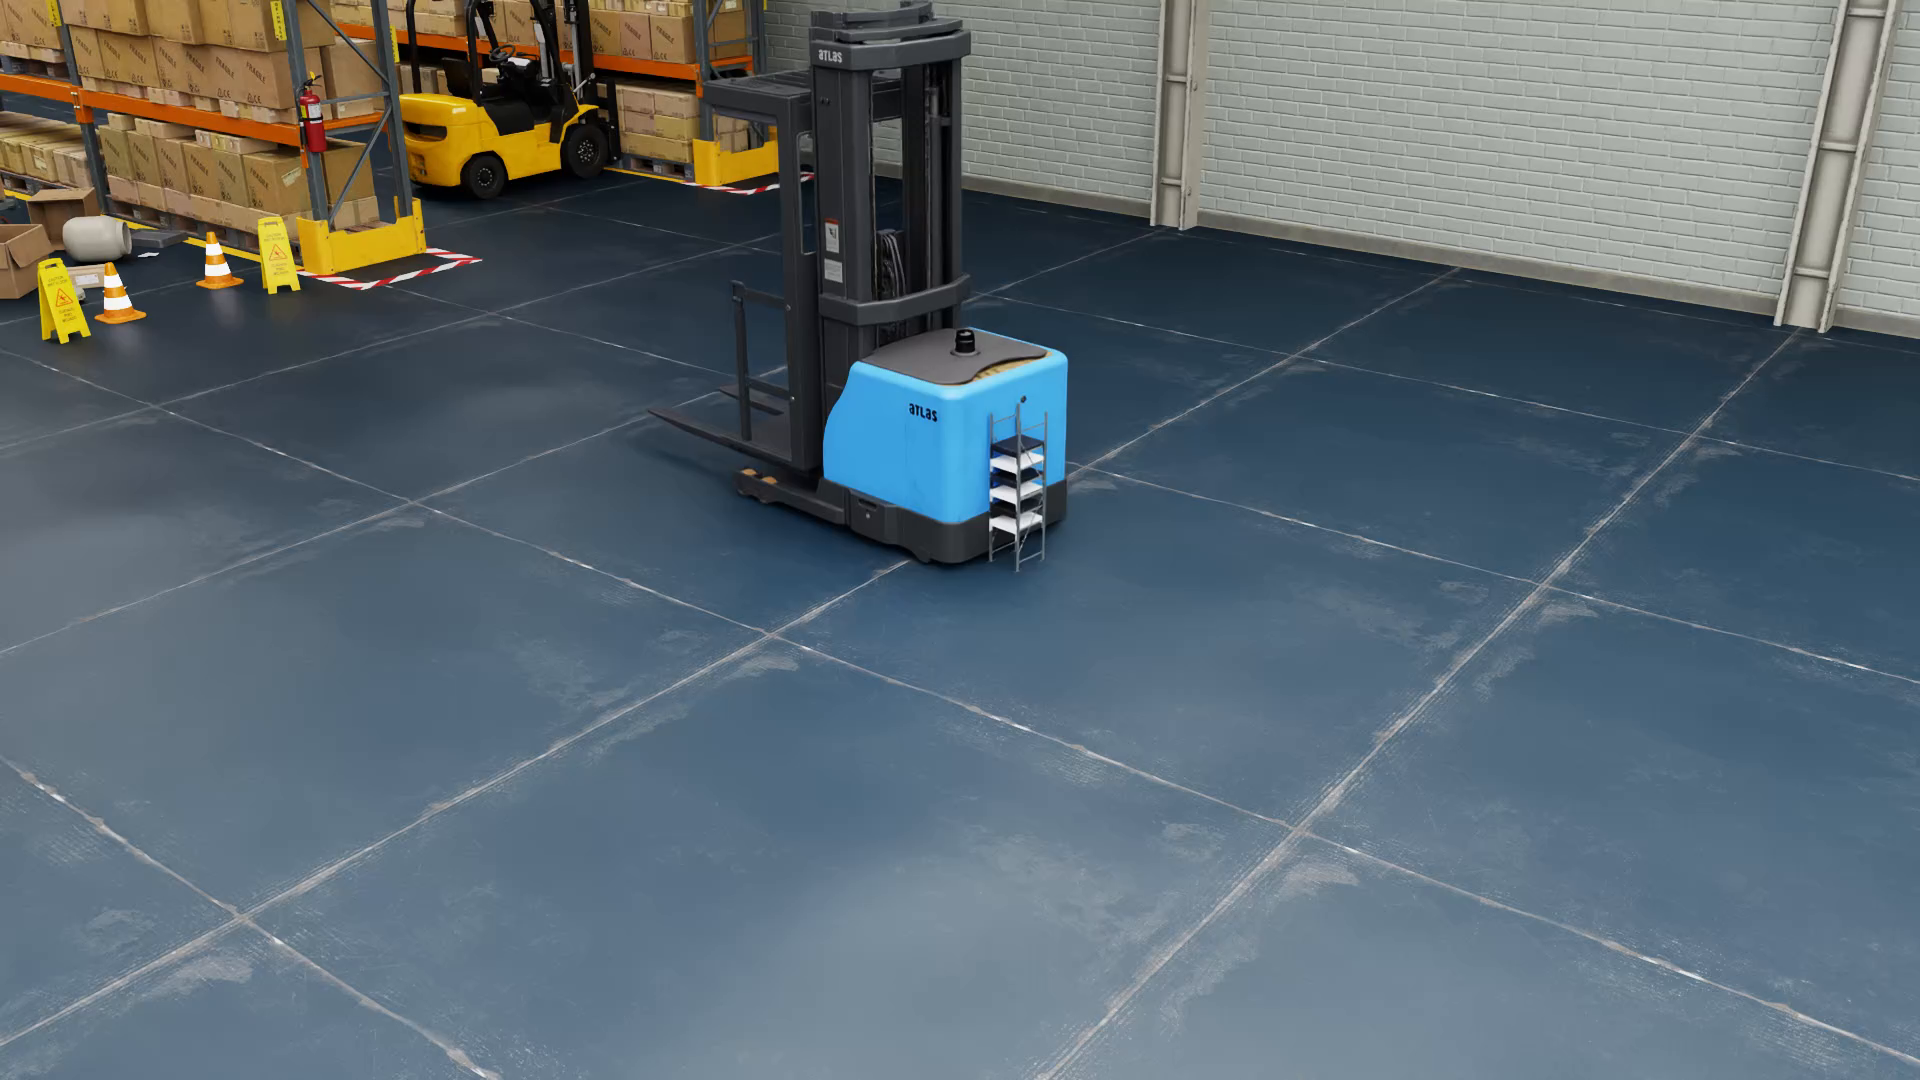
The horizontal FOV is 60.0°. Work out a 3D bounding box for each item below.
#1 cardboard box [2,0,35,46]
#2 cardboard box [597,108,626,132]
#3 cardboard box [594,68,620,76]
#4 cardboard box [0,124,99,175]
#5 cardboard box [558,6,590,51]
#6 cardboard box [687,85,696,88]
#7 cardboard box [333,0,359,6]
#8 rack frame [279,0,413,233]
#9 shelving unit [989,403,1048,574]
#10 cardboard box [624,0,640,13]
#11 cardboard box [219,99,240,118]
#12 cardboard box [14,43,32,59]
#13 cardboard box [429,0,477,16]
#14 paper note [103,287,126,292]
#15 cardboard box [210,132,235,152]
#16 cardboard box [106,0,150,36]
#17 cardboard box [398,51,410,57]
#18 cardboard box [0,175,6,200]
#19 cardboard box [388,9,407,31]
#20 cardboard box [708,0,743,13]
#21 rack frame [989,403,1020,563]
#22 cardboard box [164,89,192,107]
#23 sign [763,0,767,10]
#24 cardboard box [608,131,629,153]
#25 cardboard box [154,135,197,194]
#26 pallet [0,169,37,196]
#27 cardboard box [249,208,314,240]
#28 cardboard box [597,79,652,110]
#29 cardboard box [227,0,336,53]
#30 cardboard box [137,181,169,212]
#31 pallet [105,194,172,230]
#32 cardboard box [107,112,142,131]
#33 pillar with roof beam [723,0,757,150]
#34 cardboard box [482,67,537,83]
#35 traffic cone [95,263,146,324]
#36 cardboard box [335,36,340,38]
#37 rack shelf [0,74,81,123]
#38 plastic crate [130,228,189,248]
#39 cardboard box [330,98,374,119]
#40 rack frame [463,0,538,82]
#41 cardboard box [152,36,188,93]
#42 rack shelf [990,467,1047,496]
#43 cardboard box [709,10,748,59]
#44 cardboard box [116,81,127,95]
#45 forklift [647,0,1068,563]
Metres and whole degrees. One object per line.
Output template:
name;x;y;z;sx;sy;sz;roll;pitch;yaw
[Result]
cardboard box;-9.665;-5.500;17.499;0.500;0.500;0.500;17;29;34
cardboard box;-3.983;-5.026;19.706;0.500;0.250;0.500;16;28;32
cardboard box;-4.465;-5.662;20.529;0.500;0.250;0.500;17;29;34
cardboard box;-10.316;-4.425;18.810;0.625;0.372;0.950;18;29;35
cardboard box;-4.365;-6.054;19.646;0.500;0.500;0.500;17;29;34
cardboard box;-2.856;-5.173;19.419;0.500;0.250;0.500;16;29;33
cardboard box;-7.970;-7.258;22.070;0.500;0.250;0.500;16;28;32
rack frame;-5.559;-4.001;15.111;0.127;3.000;1.000;17;29;33
shelving unit;0.324;-0.287;9.286;0.210;0.900;0.258;21;31;39
cardboard box;-3.615;-6.138;19.032;0.250;0.149;0.380;17;29;33
cardboard box;-6.672;-4.055;15.544;0.250;0.149;0.380;17;29;34
cardboard box;-9.765;-5.201;17.626;0.250;0.149;0.380;16;29;32
cardboard box;-6.332;-6.767;20.955;0.500;0.250;0.500;16;28;32
paper note;-7.509;-2.229;14.771;0.142;0.019;0.148;7;25;15
cardboard box;-6.890;-3.814;15.840;0.250;0.149;0.380;17;29;34
cardboard box;-7.757;-5.171;16.033;0.500;0.500;0.700;16;28;32
cardboard box;-7.968;-6.333;22.828;0.625;0.625;0.875;18;29;35
cardboard box;-9.803;-3.590;16.338;0.500;0.500;0.500;17;29;33
cardboard box;-7.131;-6.790;21.626;0.500;0.250;0.500;17;29;34
cardboard box;-2.701;-6.112;18.973;0.250;0.149;0.380;16;28;32
rack frame;0.250;-0.315;9.350;0.006;0.900;0.240;21;31;39
cardboard box;-7.464;-4.310;16.123;0.250;0.149;0.380;17;29;33
sign;-2.247;-6.214;18.961;0.005;0.325;0.100;17;29;33
cardboard box;-3.938;-4.797;19.805;0.500;0.250;0.500;17;29;34
cardboard box;-7.600;-3.764;16.533;0.500;0.500;0.500;19;30;36
pallet;-10.364;-4.175;18.964;1.213;0.211;1.003;17;29;33
cardboard box;-6.386;-3.050;15.841;0.500;0.250;0.500;17;29;33
cardboard box;-3.962;-5.246;19.586;0.500;0.250;0.500;17;29;34
cardboard box;-6.099;-4.694;14.950;0.500;0.500;0.700;16;28;32
cardboard box;-8.016;-3.547;16.970;0.500;0.250;0.500;19;30;36
pallet;-8.201;-3.542;17.526;1.213;0.211;1.003;17;29;33
cardboard box;-8.386;-4.263;16.860;0.250;0.149;0.380;17;29;34
pillar with roof beam;-5.184;-7.419;15.428;0.400;9.000;9.100;17;29;33
cardboard box;-5.587;-5.744;20.716;0.500;0.250;0.500;16;29;33
traffic cone;-7.070;-2.088;13.915;0.334;0.463;0.336;17;29;33
cardboard box;-6.188;-4.512;15.776;0.500;0.500;0.500;18;29;35
rack shelf;-10.360;-5.123;18.549;4.000;0.370;1.077;17;29;33
plastic crate;-7.995;-2.988;16.433;0.583;0.080;0.402;7;25;15
cardboard box;-5.707;-4.035;15.500;0.250;0.149;0.380;17;29;33
rack frame;-5.786;-6.571;20.943;0.127;3.000;1.000;17;29;33
cardboard box;-7.349;-4.599;15.975;0.500;0.500;0.500;17;29;34
rack shelf;0.324;-0.339;9.263;0.200;0.077;0.258;21;31;39
cardboard box;-2.815;-5.859;19.203;0.500;0.500;0.500;18;29;35
cardboard box;-8.236;-4.575;16.725;0.250;0.149;0.380;17;29;33
forklift;-0.783;-1.699;9.971;3.031;2.935;1.130;21;31;39
